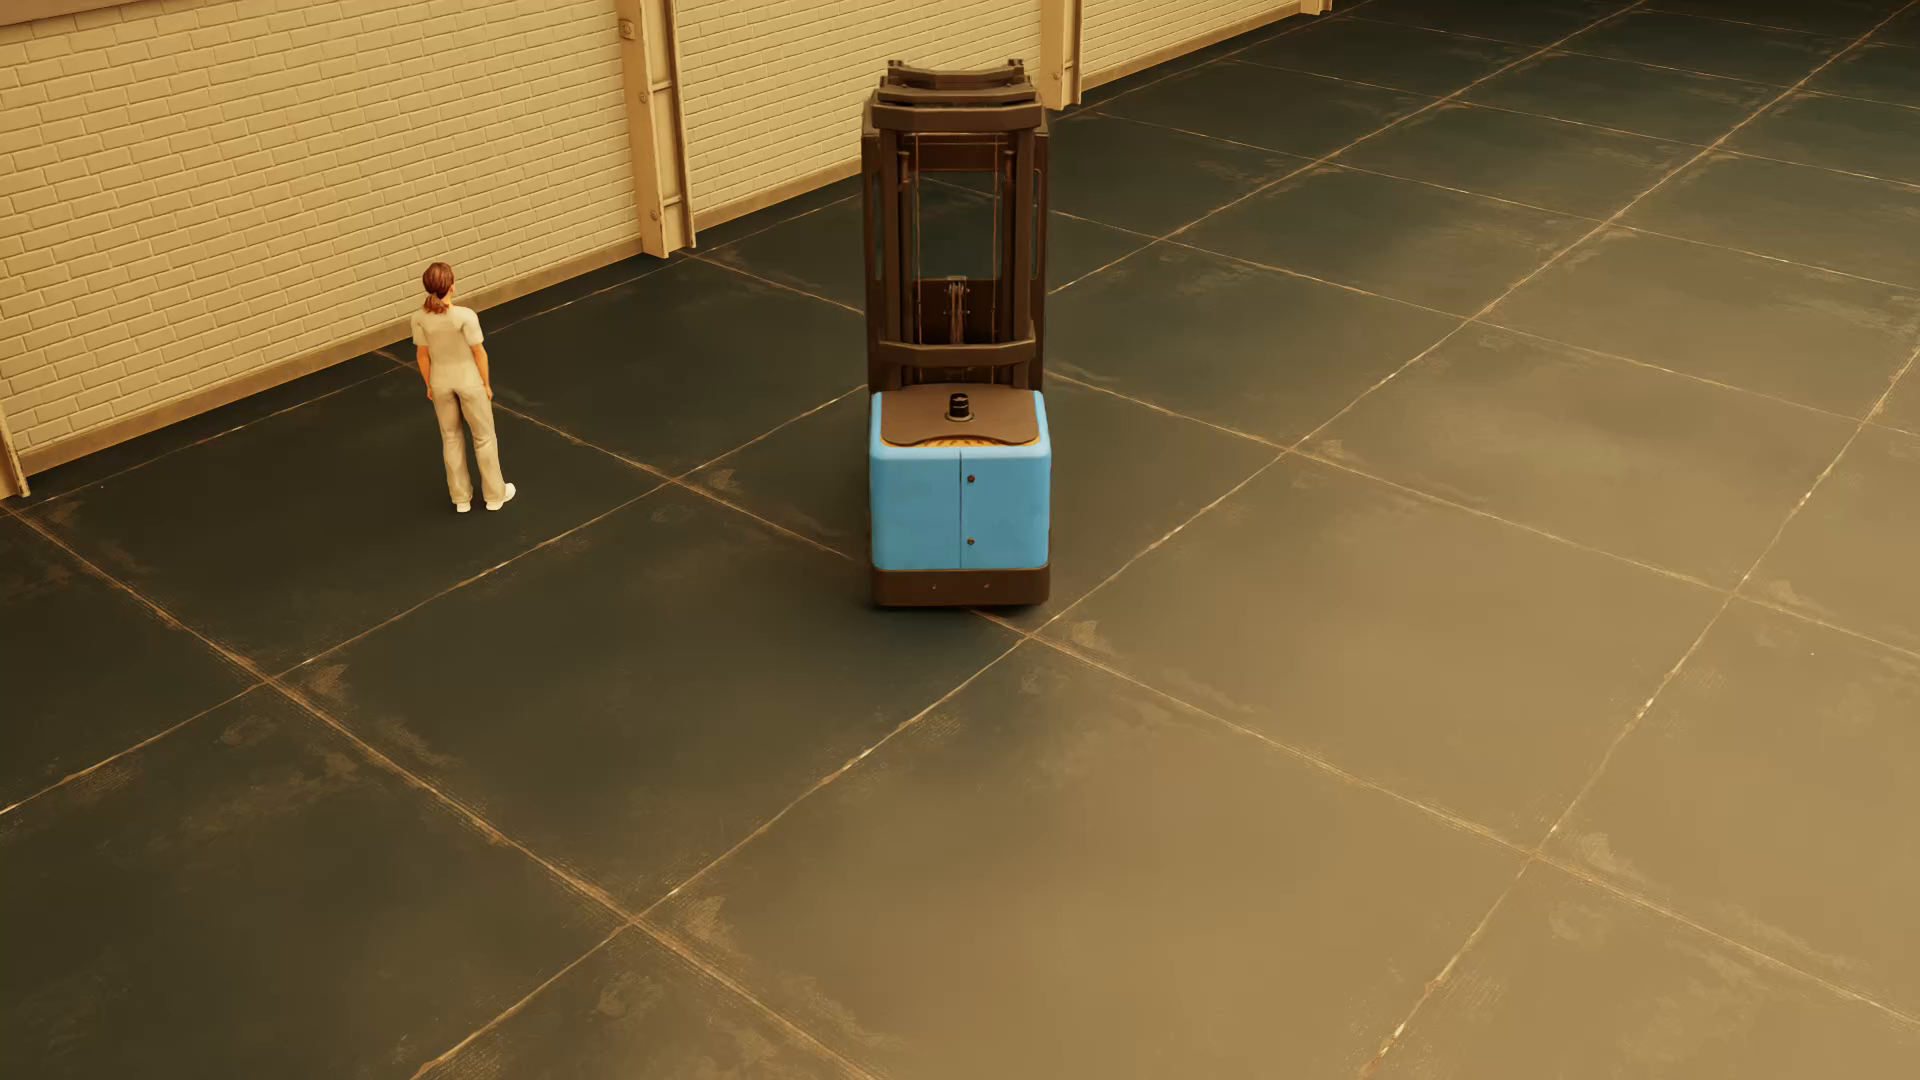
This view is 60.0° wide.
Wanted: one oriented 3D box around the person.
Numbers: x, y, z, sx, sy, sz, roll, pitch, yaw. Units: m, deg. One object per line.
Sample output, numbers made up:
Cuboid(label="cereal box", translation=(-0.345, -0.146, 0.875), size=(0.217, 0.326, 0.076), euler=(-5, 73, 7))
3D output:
Cuboid(label="person", translation=(-3.161, -0.960, 10.487), size=(0.432, 1.672, 0.373), euler=(-1, 30, -1))

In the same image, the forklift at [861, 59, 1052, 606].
Cuboid(label="forklift", translation=(-0.036, -1.585, 10.308), size=(1.130, 2.935, 3.031), euler=(-1, 30, -1))
